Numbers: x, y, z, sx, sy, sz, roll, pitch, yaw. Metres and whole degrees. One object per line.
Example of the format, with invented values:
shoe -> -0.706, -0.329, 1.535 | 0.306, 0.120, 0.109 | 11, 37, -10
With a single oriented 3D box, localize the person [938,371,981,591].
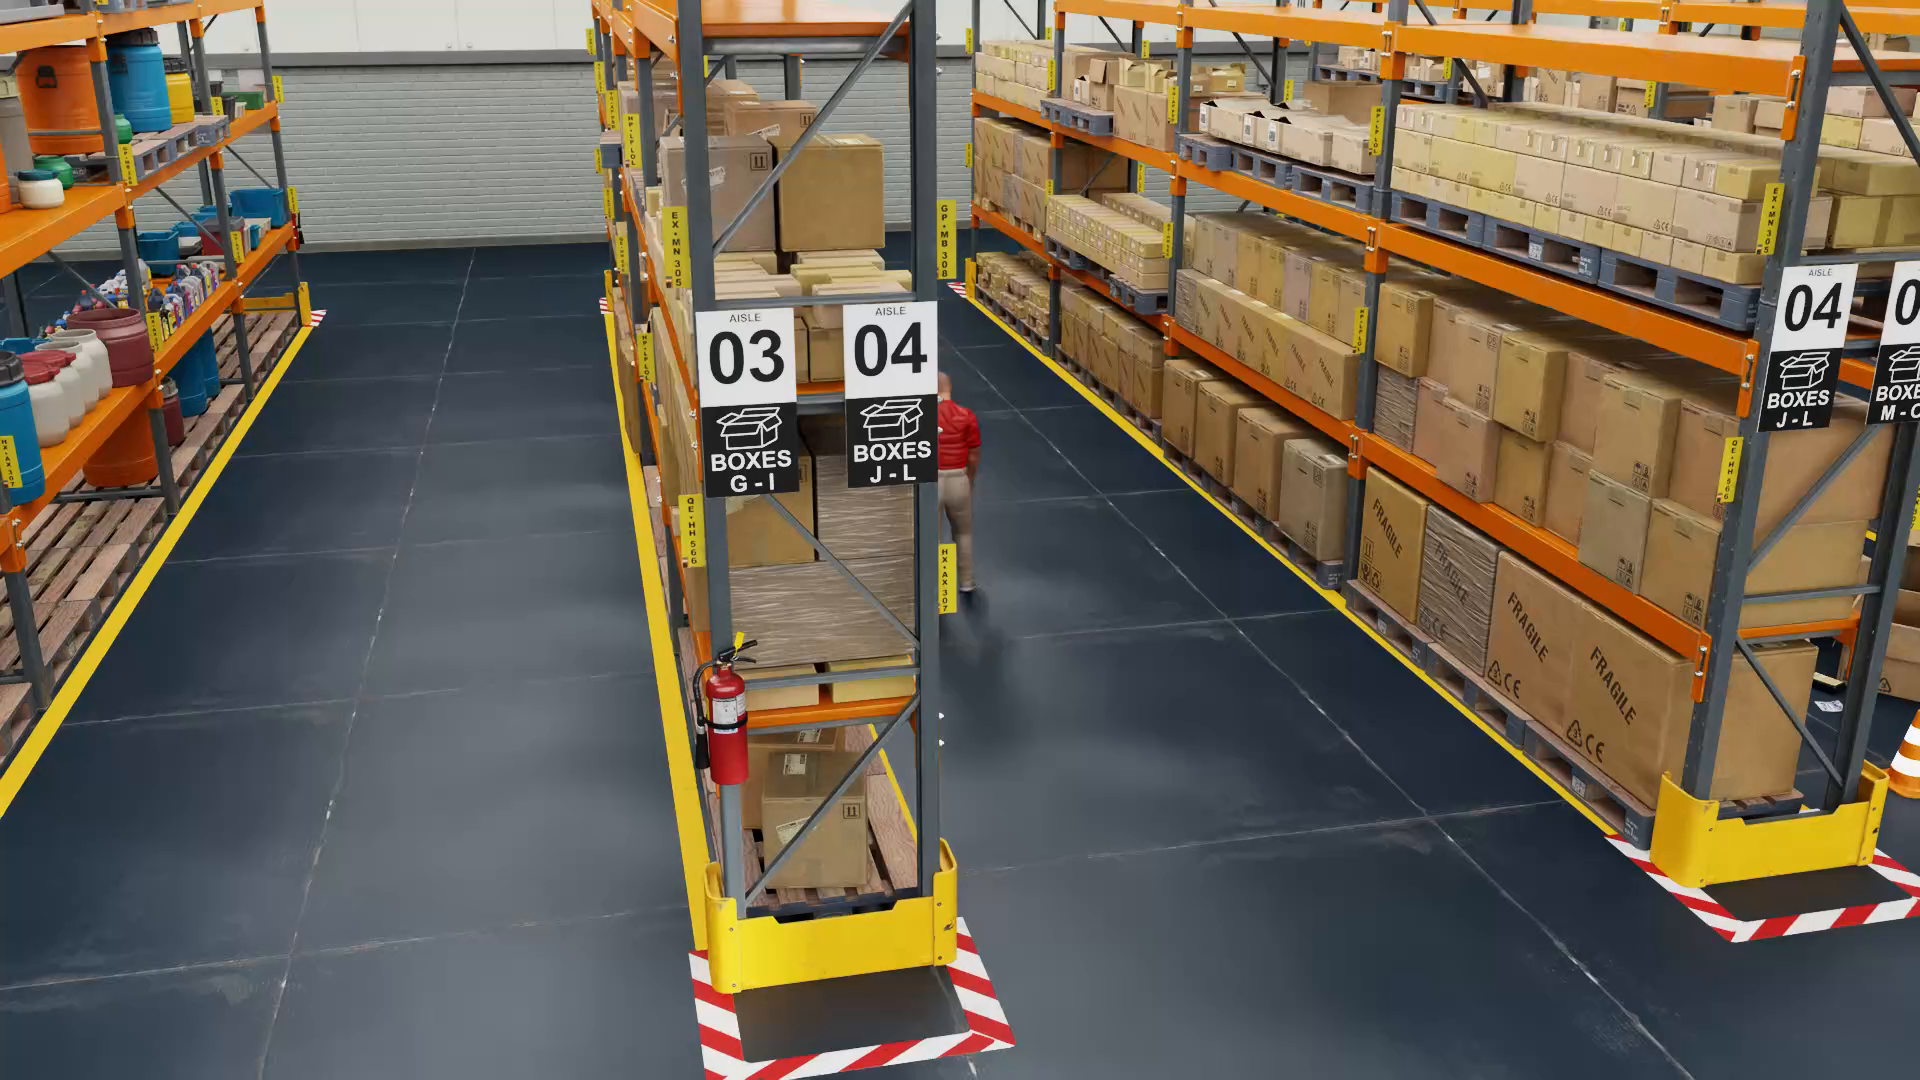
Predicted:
person -> -0.123, -0.388, 12.168 | 0.577, 1.736, 0.562 | -4, 20, -10
